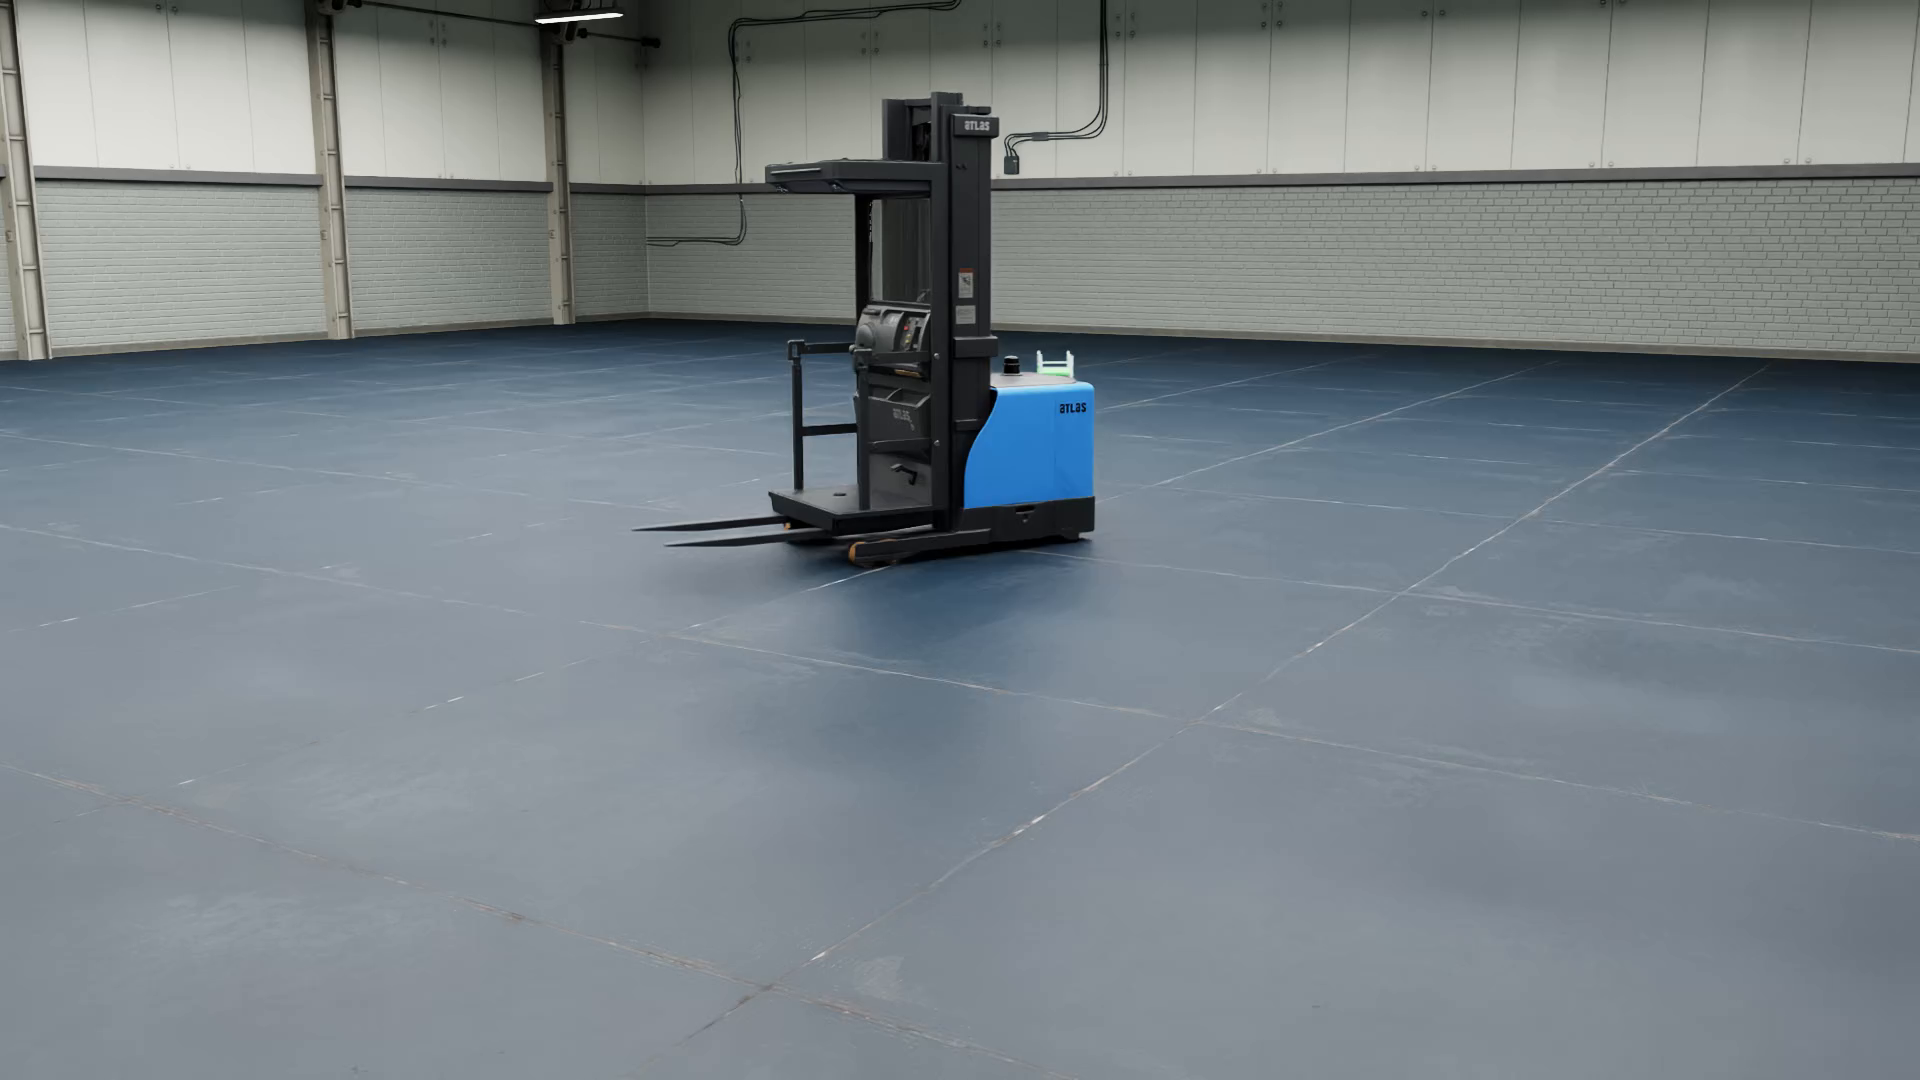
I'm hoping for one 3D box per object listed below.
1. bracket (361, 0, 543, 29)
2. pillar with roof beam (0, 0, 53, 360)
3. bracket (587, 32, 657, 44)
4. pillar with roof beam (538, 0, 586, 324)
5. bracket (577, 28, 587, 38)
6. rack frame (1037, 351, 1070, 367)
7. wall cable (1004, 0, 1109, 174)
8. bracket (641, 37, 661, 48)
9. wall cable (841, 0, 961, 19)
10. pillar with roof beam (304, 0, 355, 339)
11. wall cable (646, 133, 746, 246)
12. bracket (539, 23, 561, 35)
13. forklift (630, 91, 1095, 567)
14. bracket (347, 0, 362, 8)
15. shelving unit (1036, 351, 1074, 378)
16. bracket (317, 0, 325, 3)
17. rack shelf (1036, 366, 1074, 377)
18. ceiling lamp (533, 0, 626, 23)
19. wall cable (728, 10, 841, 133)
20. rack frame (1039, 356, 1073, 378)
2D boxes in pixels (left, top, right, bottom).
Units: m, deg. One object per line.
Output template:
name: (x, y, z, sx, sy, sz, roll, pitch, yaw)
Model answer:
bracket: (-10.113, -10.529, 33.372, 0.076, 0.066, 4.783, 6, 12, 31)
pillar with roof beam: (-11.414, -6.965, 24.120, 9.100, 9.000, 0.400, 6, 12, 31)
bracket: (-7.420, -11.344, 37.728, 0.076, 0.066, 3.189, 6, 12, 31)
pillar with roof beam: (-5.184, -8.853, 34.201, 9.100, 9.000, 0.548, 6, 12, 31)
bracket: (-8.344, -11.064, 36.234, 0.235, 0.232, 0.430, 6, 12, 31)
rack frame: (0.693, -0.810, 12.434, 0.240, 1.200, 0.015, 0, 11, 1)
wall cable: (1.902, -10.363, 33.027, 2.305, 6.003, 0.169, 6, 12, 31)
bracket: (-7.114, -11.437, 38.225, 0.235, 0.232, 0.430, 6, 12, 31)
wall cable: (-1.246, -12.239, 34.640, 3.097, 2.526, 0.112, 6, 12, 31)
pillar with roof beam: (-8.299, -7.909, 29.160, 9.100, 9.000, 0.548, 6, 12, 31)
wall cable: (-6.203, -8.075, 38.483, 3.097, 2.526, 0.112, 6, 12, 31)
bracket: (-8.775, -10.934, 35.536, 0.235, 0.232, 0.430, 6, 12, 31)
forklift: (-0.616, -1.379, 10.769, 3.031, 2.935, 1.130, -6, 12, -29)
bracket: (-11.459, -10.121, 31.193, 0.235, 0.232, 0.430, 6, 12, 31)
shelving unit: (0.690, -0.765, 12.195, 0.258, 1.200, 0.503, 0, 11, 1)
bracket: (-11.890, -9.990, 30.496, 0.235, 0.232, 0.430, 6, 12, 31)
rack shelf: (0.690, -1.174, 12.118, 0.258, 0.148, 0.480, 0, 11, 1)
ceiling lamp: (-6.810, -11.072, 30.190, 2.000, 3.185, 0.800, 6, 12, 31)
wall cable: (-3.891, -10.299, 36.638, 3.097, 2.526, 0.112, 6, 12, 31)
rack frame: (0.686, -0.720, 11.955, 0.240, 1.200, 0.015, 0, 11, 1)
